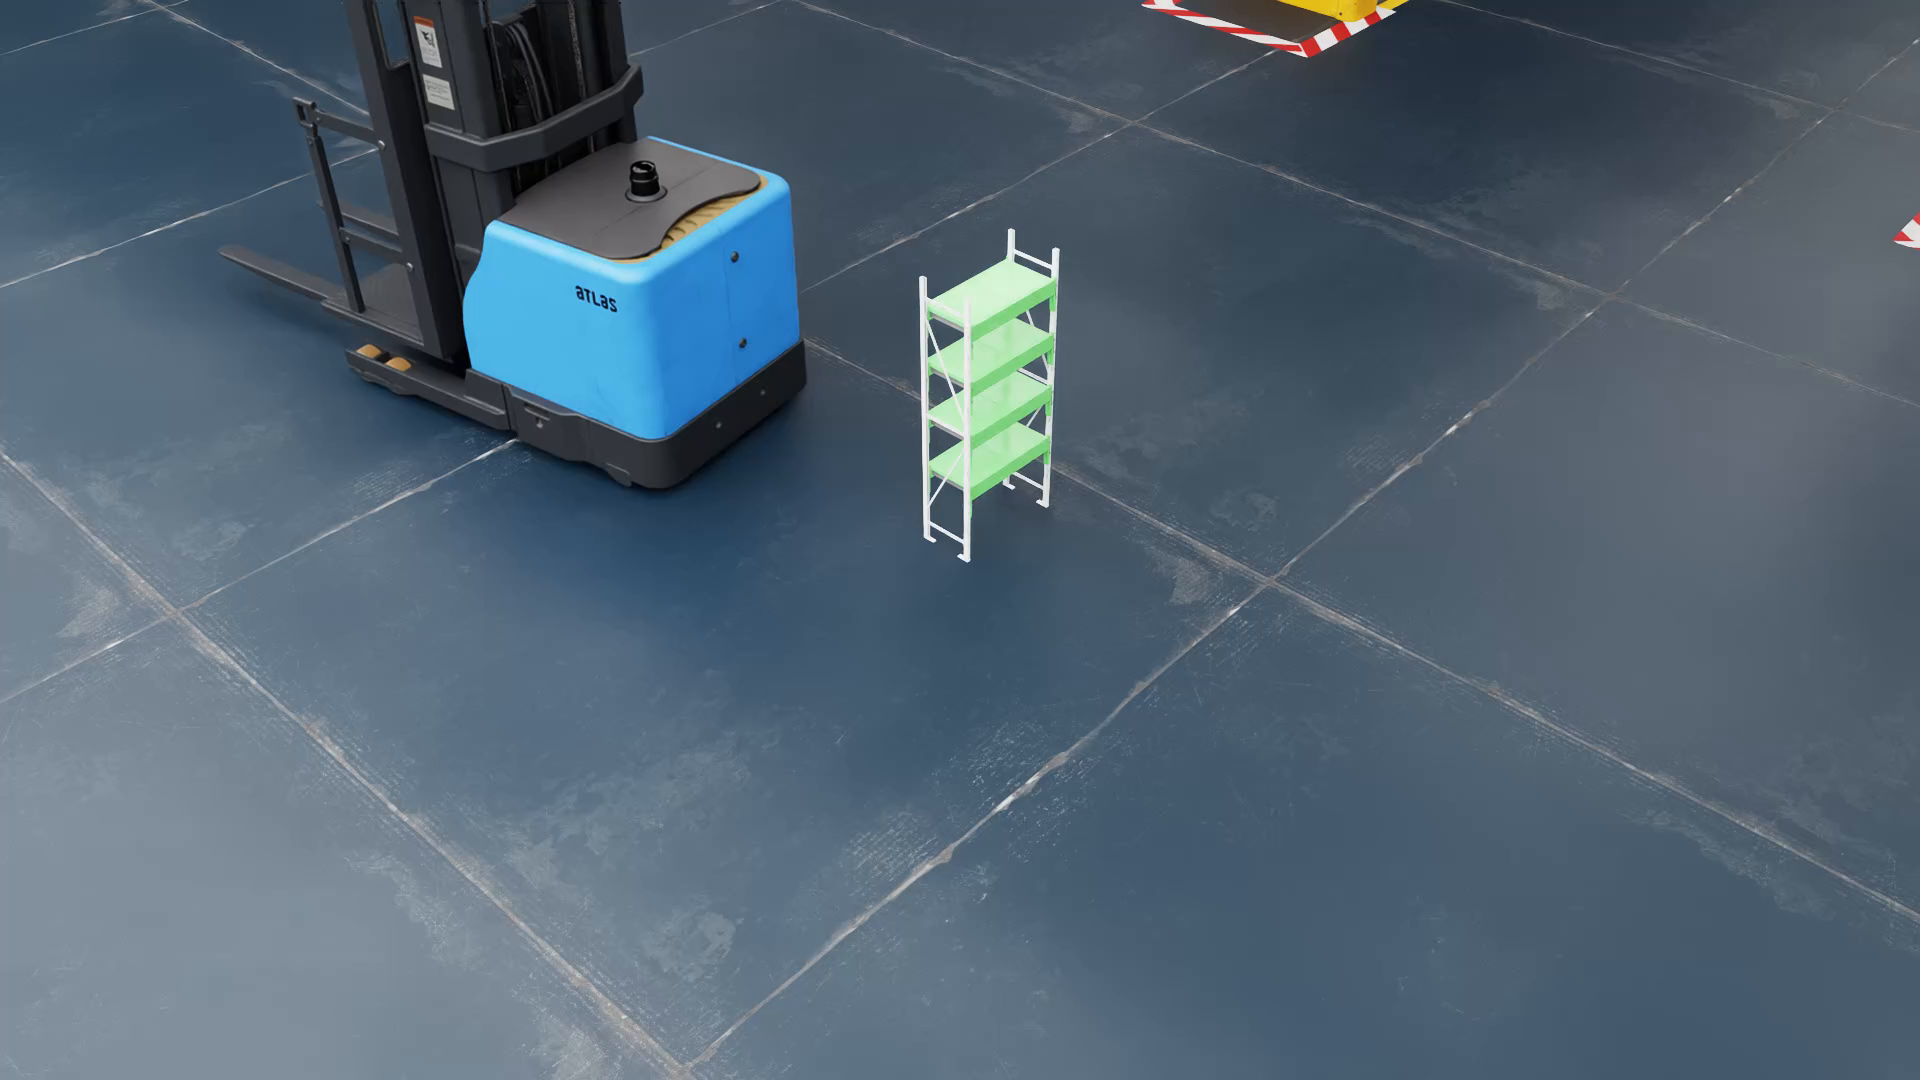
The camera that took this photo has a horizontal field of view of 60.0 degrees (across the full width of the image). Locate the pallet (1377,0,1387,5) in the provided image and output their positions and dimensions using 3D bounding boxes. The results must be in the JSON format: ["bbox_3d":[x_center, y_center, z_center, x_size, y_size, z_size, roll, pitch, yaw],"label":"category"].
[{"bbox_3d":[2.871,-4.205,11.868,1.003,0.211,1.213,30,47,32],"label":"pallet"}]

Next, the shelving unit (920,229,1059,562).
[{"bbox_3d":[0.112,-0.546,6.472,0.258,1.200,0.503,30,47,32],"label":"shelving unit"}]

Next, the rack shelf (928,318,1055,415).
[{"bbox_3d":[0.112,-0.684,6.363,0.258,0.148,0.480,30,47,32],"label":"rack shelf"}]

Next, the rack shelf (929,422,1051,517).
[{"bbox_3d":[0.112,-0.308,6.661,0.258,0.148,0.480,30,47,32],"label":"rack shelf"}]

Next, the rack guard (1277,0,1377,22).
[{"bbox_3d":[2.296,-3.959,11.327,1.175,0.500,0.348,30,47,32],"label":"rack guard"}]

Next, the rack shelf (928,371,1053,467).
[{"bbox_3d":[0.112,-0.496,6.512,0.258,0.148,0.480,30,47,32],"label":"rack shelf"}]

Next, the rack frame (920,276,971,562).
[{"bbox_3d":[-0.053,-0.434,6.331,0.240,1.200,0.015,30,47,32],"label":"rack frame"}]

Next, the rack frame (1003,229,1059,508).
[{"bbox_3d":[0.276,-0.658,6.613,0.240,1.200,0.015,30,47,32],"label":"rack frame"}]

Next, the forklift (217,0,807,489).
[{"bbox_3d":[-2.210,-2.064,6.991,3.031,2.935,1.130,22,43,25],"label":"forklift"}]

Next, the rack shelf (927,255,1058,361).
[{"bbox_3d":[0.112,-0.871,6.213,0.258,0.148,0.480,30,47,32],"label":"rack shelf"}]
